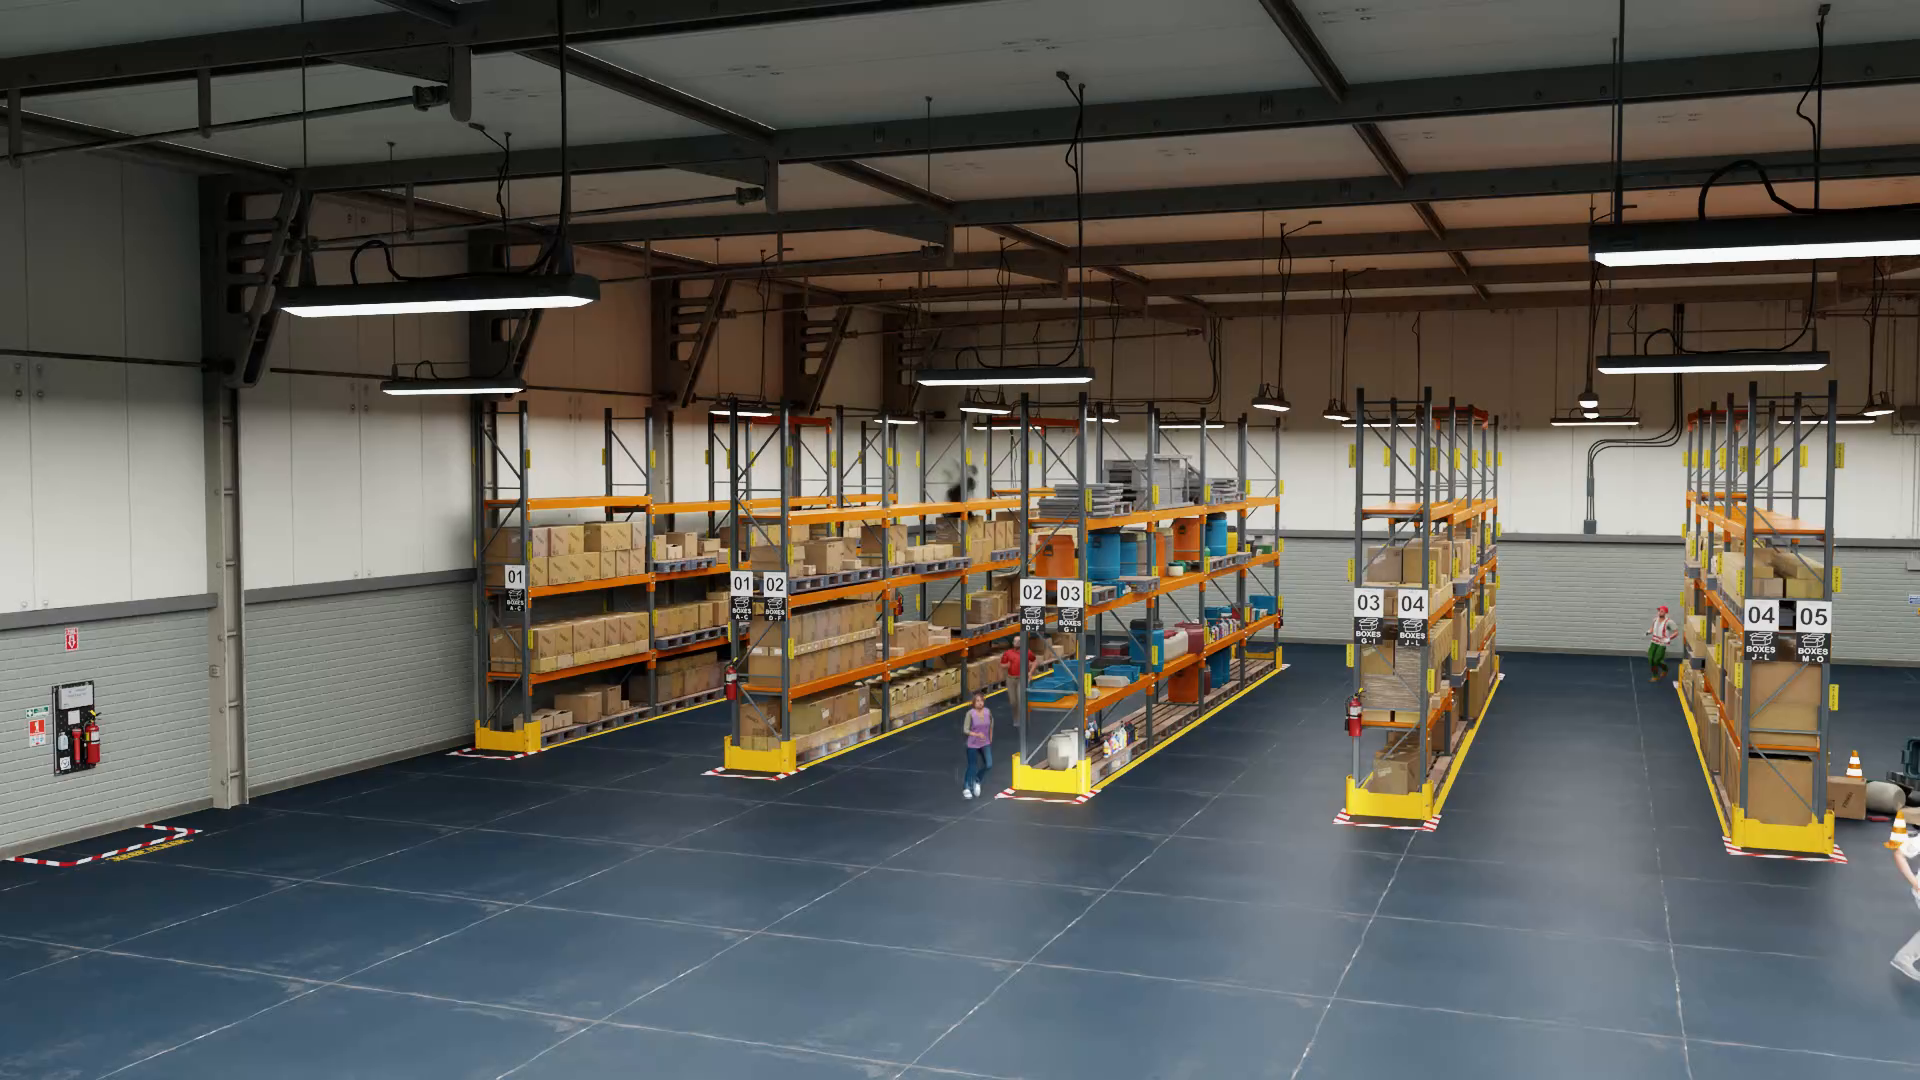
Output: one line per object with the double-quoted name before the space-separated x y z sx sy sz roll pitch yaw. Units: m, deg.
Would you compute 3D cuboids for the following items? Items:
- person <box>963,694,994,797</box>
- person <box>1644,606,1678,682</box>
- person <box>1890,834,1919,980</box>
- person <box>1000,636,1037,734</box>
"person" 0.289 3.021 24.354 0.547 1.556 0.707 -1 3 -18
"person" 15.733 2.330 37.315 0.643 1.728 0.684 -1 3 -26
"person" 9.159 3.378 15.605 0.636 1.847 0.792 -2 3 -29
"person" 1.057 2.651 30.533 0.640 1.788 0.750 1 3 15
